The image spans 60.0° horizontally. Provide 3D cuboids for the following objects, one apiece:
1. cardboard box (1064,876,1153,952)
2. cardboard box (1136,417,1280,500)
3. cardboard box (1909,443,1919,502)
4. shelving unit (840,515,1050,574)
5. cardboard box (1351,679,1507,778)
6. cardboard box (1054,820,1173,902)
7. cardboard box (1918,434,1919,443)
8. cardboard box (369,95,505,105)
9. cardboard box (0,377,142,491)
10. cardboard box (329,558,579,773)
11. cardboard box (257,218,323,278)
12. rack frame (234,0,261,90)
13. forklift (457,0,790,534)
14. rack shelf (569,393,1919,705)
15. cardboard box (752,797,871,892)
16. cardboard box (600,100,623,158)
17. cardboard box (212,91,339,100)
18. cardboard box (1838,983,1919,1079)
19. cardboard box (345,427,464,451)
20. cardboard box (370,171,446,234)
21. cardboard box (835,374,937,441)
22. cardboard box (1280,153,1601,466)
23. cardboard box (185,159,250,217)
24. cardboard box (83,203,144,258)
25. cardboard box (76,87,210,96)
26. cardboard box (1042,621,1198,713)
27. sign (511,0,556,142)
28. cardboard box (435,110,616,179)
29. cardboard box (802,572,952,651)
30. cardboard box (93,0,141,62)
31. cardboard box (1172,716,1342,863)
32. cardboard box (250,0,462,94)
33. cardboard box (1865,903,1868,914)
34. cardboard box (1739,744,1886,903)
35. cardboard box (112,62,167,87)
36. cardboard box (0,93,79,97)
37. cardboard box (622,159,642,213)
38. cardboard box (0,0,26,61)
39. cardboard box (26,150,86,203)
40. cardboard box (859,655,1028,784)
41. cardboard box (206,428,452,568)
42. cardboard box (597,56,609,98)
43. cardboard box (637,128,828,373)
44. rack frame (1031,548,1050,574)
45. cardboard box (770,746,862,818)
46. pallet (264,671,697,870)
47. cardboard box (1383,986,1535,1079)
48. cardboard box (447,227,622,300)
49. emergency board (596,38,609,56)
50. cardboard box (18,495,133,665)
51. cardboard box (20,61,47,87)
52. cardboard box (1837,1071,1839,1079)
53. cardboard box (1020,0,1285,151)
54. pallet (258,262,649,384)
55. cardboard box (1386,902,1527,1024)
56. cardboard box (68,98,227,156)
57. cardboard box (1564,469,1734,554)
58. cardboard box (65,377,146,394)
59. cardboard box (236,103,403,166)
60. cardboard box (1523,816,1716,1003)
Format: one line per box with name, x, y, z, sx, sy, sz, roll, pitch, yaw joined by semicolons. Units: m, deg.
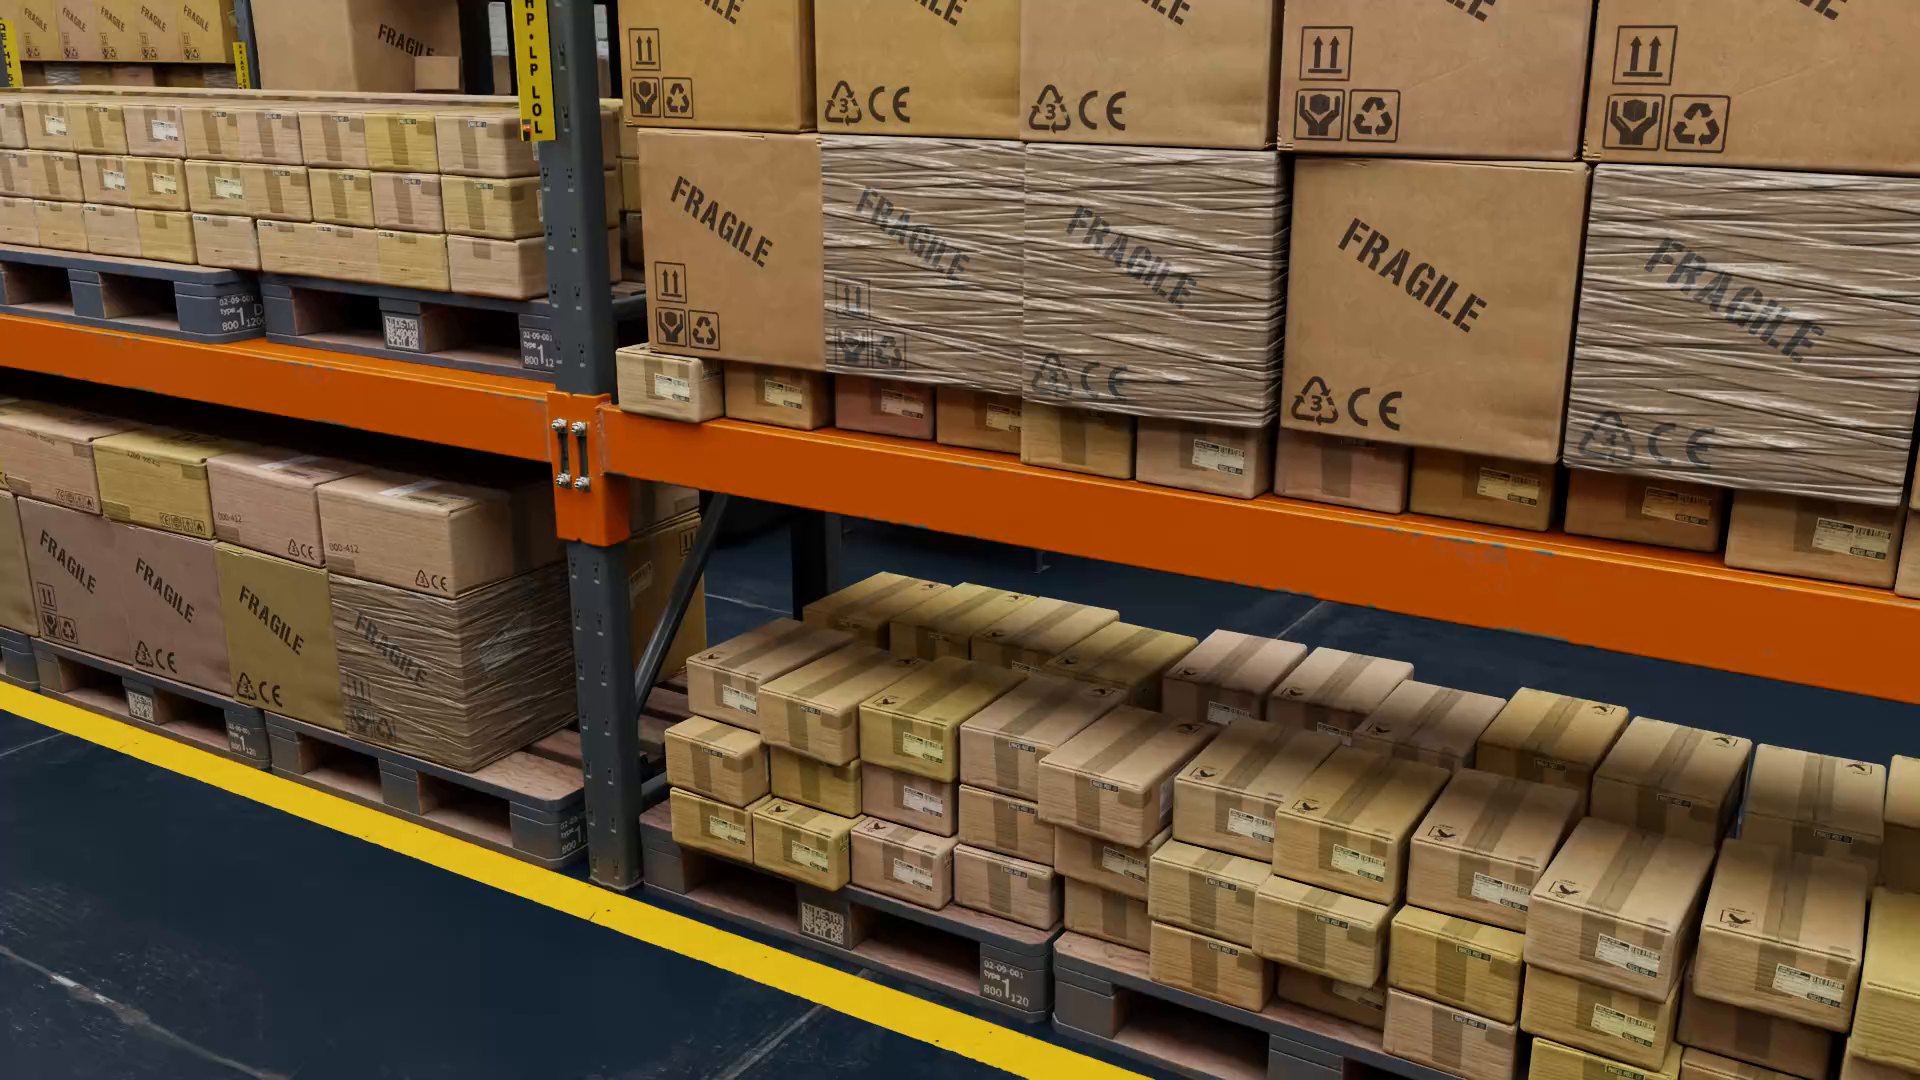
cardboard box;0.433;0.780;3.836;0.250;0.149;0.380;9;19;28
cardboard box;0.553;-0.210;3.343;0.250;0.149;0.380;11;20;32
cardboard box;1.907;-0.132;3.088;0.250;0.149;0.380;11;20;33
shelving unit;0.006;-0.537;7.214;1.048;1.125;0.538;10;20;30
cardboard box;1.079;0.471;3.829;0.250;0.149;0.380;10;20;30
cardboard box;0.417;0.647;3.762;0.250;0.149;0.380;11;20;33
cardboard box;2.037;-0.436;2.971;0.500;0.500;0.500;10;20;30
cardboard box;-1.647;-1.339;5.316;0.250;0.149;0.380;10;20;30
cardboard box;-3.180;-0.372;5.734;0.500;0.250;0.500;10;19;29
cardboard box;-1.427;0.303;4.802;0.500;0.500;0.500;10;19;29
cardboard box;-1.753;-0.850;4.729;0.250;0.149;0.380;9;19;27
rack frame;-4.800;-3.072;12.334;0.127;3.000;1.000;10;20;30
forklift;-2.079;-1.680;7.870;3.031;2.935;1.130;8;19;25
rack shelf;1.040;0.006;3.438;4.000;0.370;1.077;10;20;30
cardboard box;-0.296;0.696;4.110;0.250;0.149;0.380;11;20;32
cardboard box;-1.000;-1.222;4.931;0.250;0.149;0.380;11;20;32
cardboard box;-2.315;-1.458;5.706;0.250;0.149;0.380;11;20;33
cardboard box;1.701;0.899;2.932;0.250;0.149;0.380;9;19;28
cardboard box;-1.611;-0.264;5.378;0.500;0.250;0.500;11;20;32
cardboard box;-1.332;-0.917;4.436;0.250;0.149;0.380;10;20;30
cardboard box;-0.081;-0.349;3.803;0.250;0.149;0.380;9;19;28
cardboard box;0.934;-0.461;3.055;0.500;0.500;0.500;11;20;33
cardboard box;-1.998;-1.036;4.827;0.250;0.149;0.380;9;19;27
cardboard box;-2.445;-0.972;5.131;0.250;0.149;0.380;9;19;28
cardboard box;-2.979;-1.576;6.096;0.250;0.149;0.380;11;20;32
cardboard box;0.410;0.350;4.228;0.250;0.149;0.380;11;20;32
sign;-0.952;-1.058;3.712;0.005;0.325;0.100;10;20;30
cardboard box;-1.109;-1.020;4.265;0.250;0.149;0.380;11;20;33
cardboard box;-0.225;0.226;4.636;0.250;0.149;0.380;11;20;32
cardboard box;-6.179;-3.893;12.632;0.500;0.500;0.500;10;20;30
cardboard box;0.649;0.537;3.612;0.250;0.149;0.380;9;19;28
cardboard box;-4.196;-3.405;11.674;1.000;1.000;1.000;10;20;30
cardboard box;1.811;0.707;3.564;0.250;0.149;0.380;11;20;32
cardboard box;1.775;0.581;3.465;0.250;0.149;0.380;9;19;27
cardboard box;-6.037;-3.482;12.999;0.500;0.500;0.875;10;20;30
cardboard box;-3.118;-1.379;5.445;0.250;0.149;0.380;9;19;28
cardboard box;-0.759;-1.039;4.839;0.250;0.149;0.380;10;20;31
cardboard box;-7.460;-4.120;13.380;0.500;0.500;0.500;10;20;30
cardboard box;-2.668;-1.155;5.220;0.250;0.149;0.380;10;20;30
cardboard box;-0.034;0.423;3.987;0.250;0.149;0.380;10;19;29
cardboard box;-1.862;-0.138;4.963;0.500;0.250;0.500;11;20;33
cardboard box;-2.400;-2.845;10.691;0.500;0.500;0.700;14;22;38
cardboard box;-0.374;-0.695;3.823;0.500;0.500;0.500;10;19;29
rack frame;0.439;-0.460;6.960;0.032;1.125;0.500;10;20;30
cardboard box;-0.260;0.529;4.149;0.250;0.149;0.380;10;20;30
pallet;-1.329;0.574;5.129;1.213;0.211;1.003;10;20;30
cardboard box;1.044;0.921;3.370;0.250;0.149;0.380;11;20;31
cardboard box;-1.106;-0.734;4.348;0.250;0.149;0.380;10;19;29
emergency board;-6.581;-8.767;31.081;0.643;1.169;0.194;10;20;30
cardboard box;-2.734;0.068;5.576;0.500;0.500;0.500;10;19;29
cardboard box;-7.265;-3.734;13.829;0.500;0.500;0.875;10;20;30
cardboard box;1.734;1.025;3.027;0.250;0.149;0.380;10;20;30
cardboard box;0.455;-1.022;3.182;0.500;0.500;0.500;10;20;31
pallet;-1.240;-0.703;4.864;1.213;0.211;1.003;10;20;30
cardboard box;1.044;0.780;3.324;0.250;0.149;0.380;11;20;33
cardboard box;-2.449;-1.259;5.052;0.250;0.149;0.380;10;19;29
cardboard box;1.267;-0.111;3.018;0.250;0.149;0.380;9;19;28
cardboard box;-2.917;-0.501;6.158;0.500;0.250;0.500;10;20;31
cardboard box;-1.781;-1.141;4.662;0.250;0.149;0.380;10;20;30
cardboard box;1.244;0.684;3.126;0.250;0.149;0.380;11;20;32
